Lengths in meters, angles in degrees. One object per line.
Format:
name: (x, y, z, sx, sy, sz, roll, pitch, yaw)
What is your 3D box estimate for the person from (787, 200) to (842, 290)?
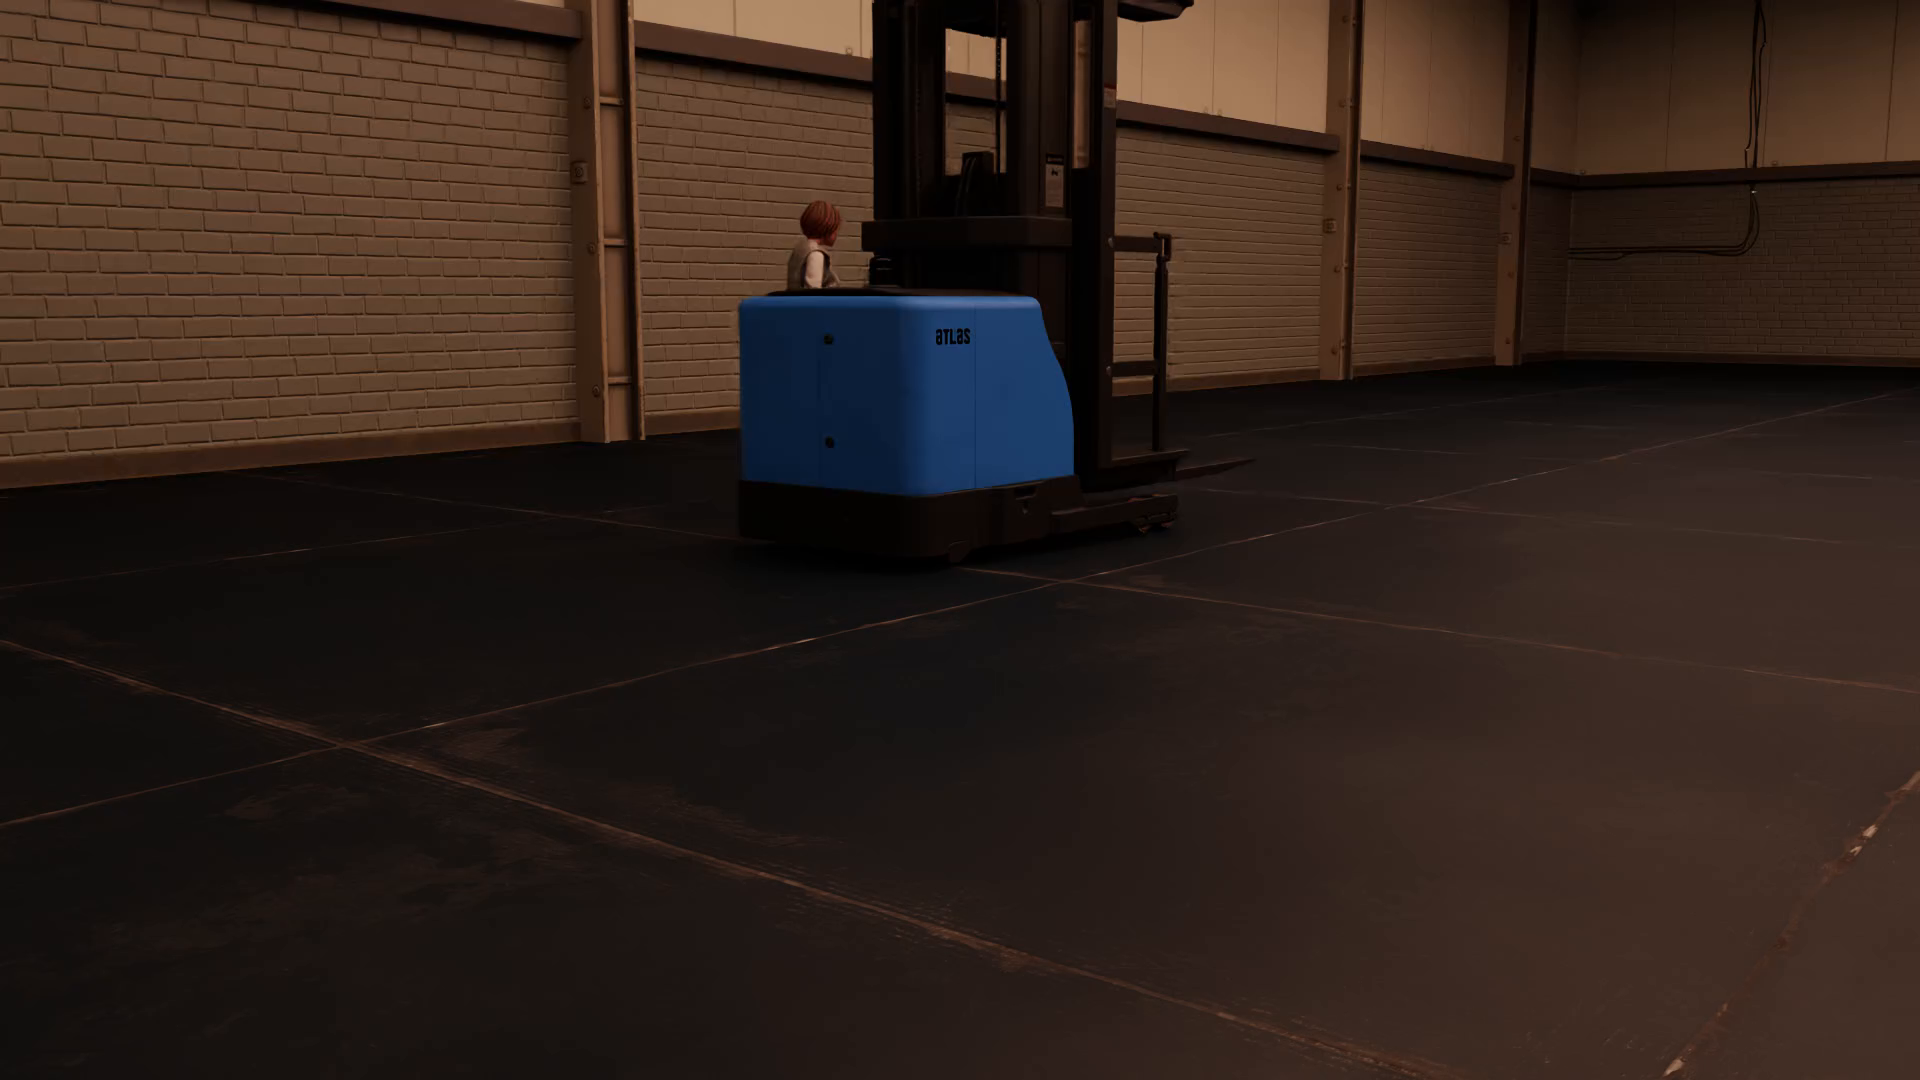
person: (-0.793, -0.997, 8.821, 0.339, 1.569, 0.687, -3, 9, -21)

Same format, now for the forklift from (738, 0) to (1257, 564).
forklift: (0.373, -1.522, 7.685, 1.130, 2.935, 3.031, 7, 11, 38)
